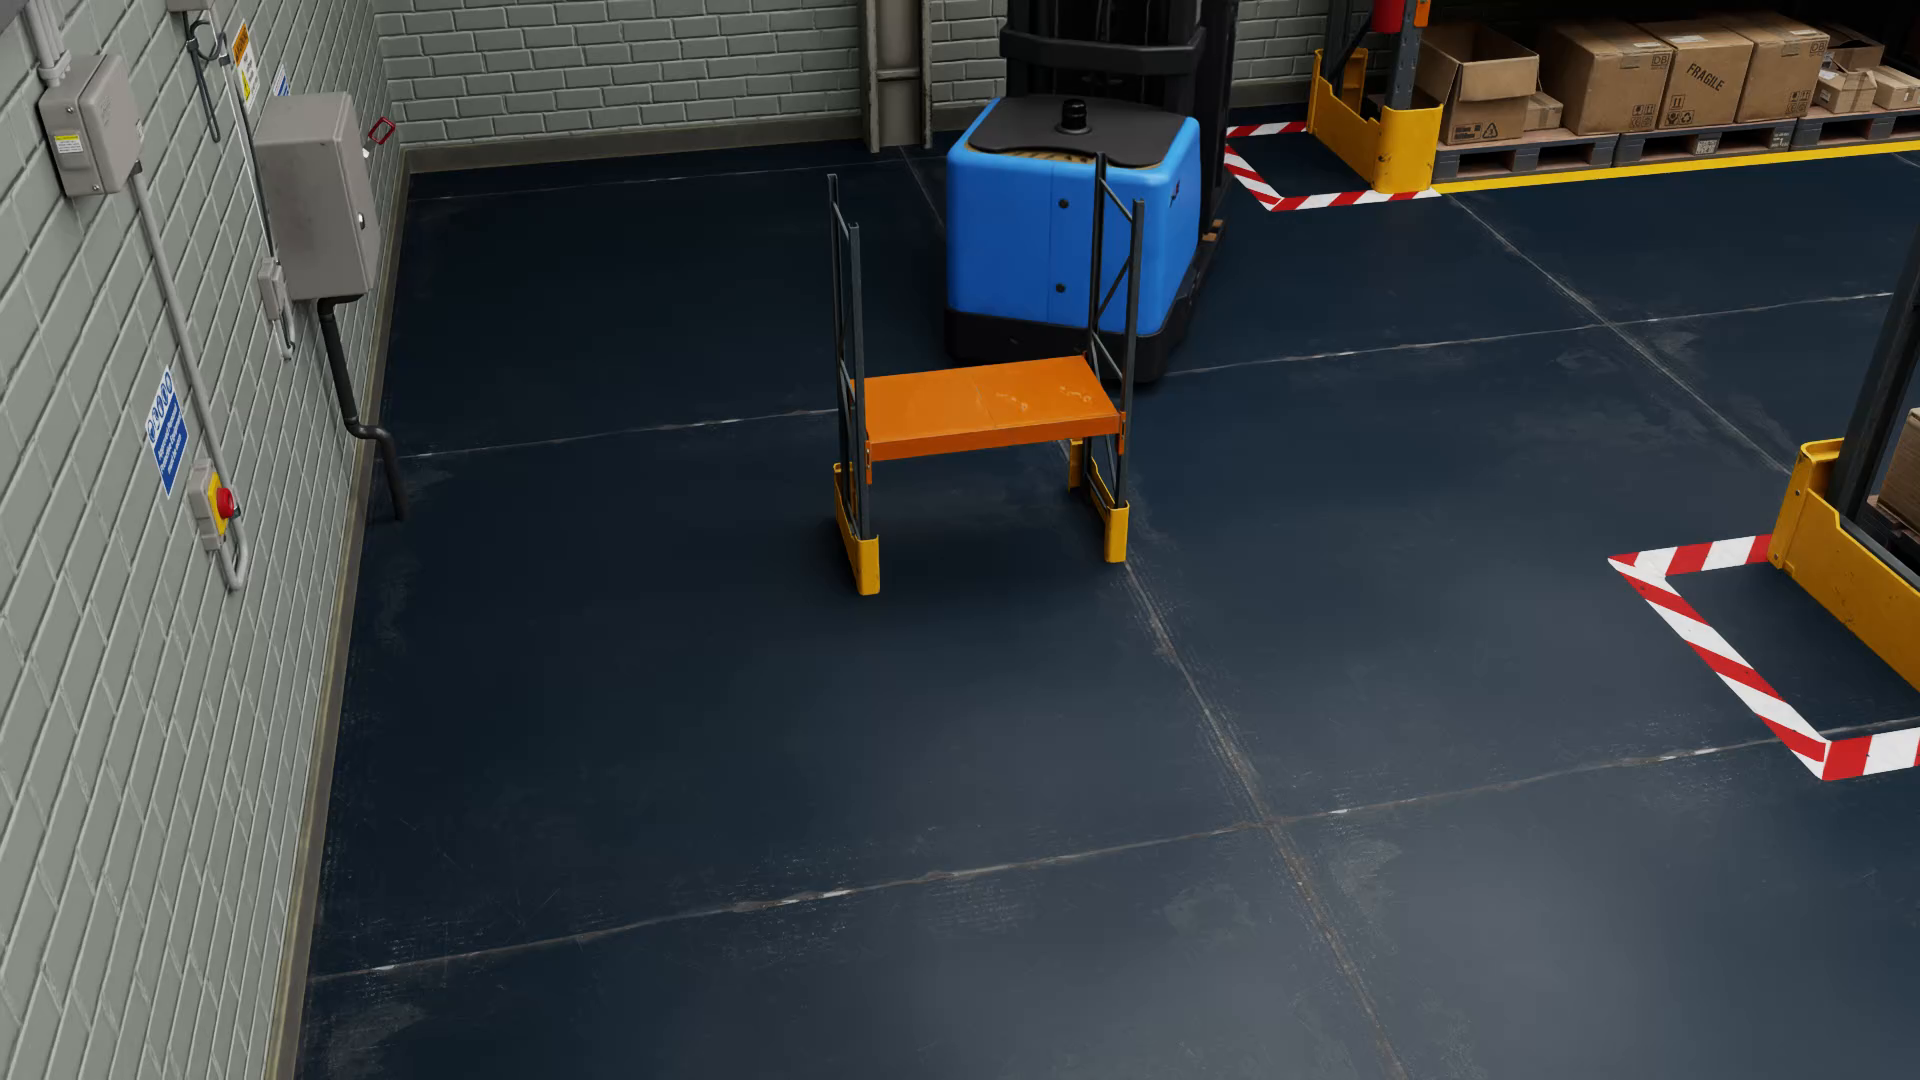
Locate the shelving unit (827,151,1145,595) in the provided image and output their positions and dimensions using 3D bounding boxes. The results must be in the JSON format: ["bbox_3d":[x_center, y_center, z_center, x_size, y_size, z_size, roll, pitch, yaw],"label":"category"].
[{"bbox_3d":[0.074,-0.632,6.346,1.083,1.500,0.587,-7,35,-11],"label":"shelving unit"}]

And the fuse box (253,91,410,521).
[{"bbox_3d":[-2.287,-0.823,6.441,0.414,1.711,0.539,-7,35,-11],"label":"fuse box"}]

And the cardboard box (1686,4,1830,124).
[{"bbox_3d":[4.903,-2.973,10.355,0.500,0.500,0.700,-8,35,-12],"label":"cardboard box"}]

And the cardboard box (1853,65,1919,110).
[{"bbox_3d":[5.853,-2.856,10.495,0.250,0.149,0.380,-8,35,-12],"label":"cardboard box"}]

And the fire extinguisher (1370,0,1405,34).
[{"bbox_3d":[2.389,-3.145,9.149,0.183,0.674,0.296,-7,35,-11],"label":"fire extinguisher"}]

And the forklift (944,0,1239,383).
[{"bbox_3d":[0.839,-2.762,8.236,1.130,2.935,3.031,10,35,14],"label":"forklift"}]

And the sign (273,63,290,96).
[{"bbox_3d":[-2.598,-1.562,6.471,0.001,0.494,0.329,-7,35,-11],"label":"sign"}]

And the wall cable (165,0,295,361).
[{"bbox_3d":[-2.290,-1.390,5.217,0.122,1.984,0.588,-7,35,-11],"label":"wall cable"}]

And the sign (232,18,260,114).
[{"bbox_3d":[-2.476,-1.646,5.769,0.001,0.242,0.339,-7,35,-11],"label":"sign"}]

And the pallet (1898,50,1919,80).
[{"bbox_3d":[7.117,-3.056,11.115,1.213,0.211,1.003,-7,35,-11],"label":"pallet"}]

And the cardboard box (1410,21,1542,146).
[{"bbox_3d":[3.048,-2.763,10.039,0.637,0.503,0.797,-9,35,-12],"label":"cardboard box"}]

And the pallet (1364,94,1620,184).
[{"bbox_3d":[3.282,-2.552,10.363,1.213,0.211,1.003,-7,35,-11],"label":"pallet"}]

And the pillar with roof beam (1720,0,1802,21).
[{"bbox_3d":[6.404,-4.649,5.602,0.400,9.000,9.100,-7,35,-11],"label":"pillar with roof beam"}]

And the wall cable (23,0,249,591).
[{"bbox_3d":[-1.965,-0.633,4.062,0.123,1.953,0.585,-7,35,-11],"label":"wall cable"}]

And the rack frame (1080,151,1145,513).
[{"bbox_3d":[0.579,-0.696,6.441,0.032,1.500,0.500,-7,35,-11],"label":"rack frame"}]

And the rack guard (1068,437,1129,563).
[{"bbox_3d":[0.560,-0.174,6.786,0.087,0.250,0.587,-7,35,-11],"label":"rack guard"}]

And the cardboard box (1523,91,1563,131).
[{"bbox_3d":[3.471,-2.647,10.184,0.250,0.149,0.380,-9,35,-12],"label":"cardboard box"}]

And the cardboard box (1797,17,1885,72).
[{"bbox_3d":[5.635,-3.199,10.861,0.500,0.311,0.500,-6,34,-9],"label":"cardboard box"}]

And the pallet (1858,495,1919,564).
[{"bbox_3d":[4.292,0.113,6.393,1.213,0.211,1.003,-7,35,-11],"label":"pallet"}]

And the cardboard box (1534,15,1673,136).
[{"bbox_3d":[3.890,-2.846,10.165,0.500,0.500,0.700,-6,34,-9],"label":"cardboard box"}]

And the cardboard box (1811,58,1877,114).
[{"bbox_3d":[5.505,-2.860,10.397,0.258,0.266,0.396,-6,34,-9],"label":"cardboard box"}]

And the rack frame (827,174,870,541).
[{"bbox_3d":[-0.413,-0.571,6.255,0.032,1.500,0.500,-7,35,-11],"label":"rack frame"}]

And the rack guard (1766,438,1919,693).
[{"bbox_3d":[3.506,0.136,6.098,0.348,0.500,1.175,-7,35,-11],"label":"rack guard"}]

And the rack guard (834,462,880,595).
[{"bbox_3d":[-0.411,-0.052,6.603,0.087,0.250,0.587,-7,35,-11],"label":"rack guard"}]

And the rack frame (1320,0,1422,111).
[{"bbox_3d":[2.431,-3.602,9.425,0.127,3.000,1.000,-7,35,-11],"label":"rack frame"}]

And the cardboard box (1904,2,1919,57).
[{"bbox_3d":[6.746,-3.451,11.067,0.500,0.500,0.500,-7,35,-11],"label":"cardboard box"}]

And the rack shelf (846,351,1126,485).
[{"bbox_3d":[0.083,-0.484,6.448,1.000,0.185,0.538,-7,35,-11],"label":"rack shelf"}]

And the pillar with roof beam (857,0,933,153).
[{"bbox_3d":[0.552,-3.911,4.503,0.400,9.000,9.100,-7,35,-11],"label":"pillar with roof beam"}]

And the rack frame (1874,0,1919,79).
[{"bbox_3d":[6.332,-4.093,10.158,0.127,3.000,1.000,-7,35,-11],"label":"rack frame"}]

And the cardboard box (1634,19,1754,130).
[{"bbox_3d":[4.428,-2.856,10.181,0.500,0.500,0.500,-7,34,-10],"label":"cardboard box"}]

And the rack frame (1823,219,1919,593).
[{"bbox_3d":[3.529,-0.904,5.406,0.127,3.000,1.000,-7,35,-11],"label":"rack frame"}]

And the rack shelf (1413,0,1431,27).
[{"bbox_3d":[4.381,-3.549,9.992,4.000,0.370,1.077,-7,35,-11],"label":"rack shelf"}]

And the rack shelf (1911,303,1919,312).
[{"bbox_3d":[5.480,-0.852,5.973,4.000,0.370,1.077,-7,35,-11],"label":"rack shelf"}]

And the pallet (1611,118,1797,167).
[{"bbox_3d":[4.470,-2.700,10.584,1.213,0.211,1.003,-7,35,-11],"label":"pallet"}]

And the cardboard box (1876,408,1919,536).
[{"bbox_3d":[4.151,-0.150,6.205,0.875,0.438,0.875,-8,35,-12],"label":"cardboard box"}]

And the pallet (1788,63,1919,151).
[{"bbox_3d":[5.662,-2.852,10.810,1.213,0.211,1.003,-7,35,-11],"label":"pallet"}]

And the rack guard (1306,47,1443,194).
[{"bbox_3d":[2.505,-2.573,10.136,0.348,0.500,1.175,-7,35,-11],"label":"rack guard"}]

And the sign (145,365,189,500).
[{"bbox_3d":[-2.014,-0.277,4.228,0.001,0.218,0.327,-7,35,-11],"label":"sign"}]
